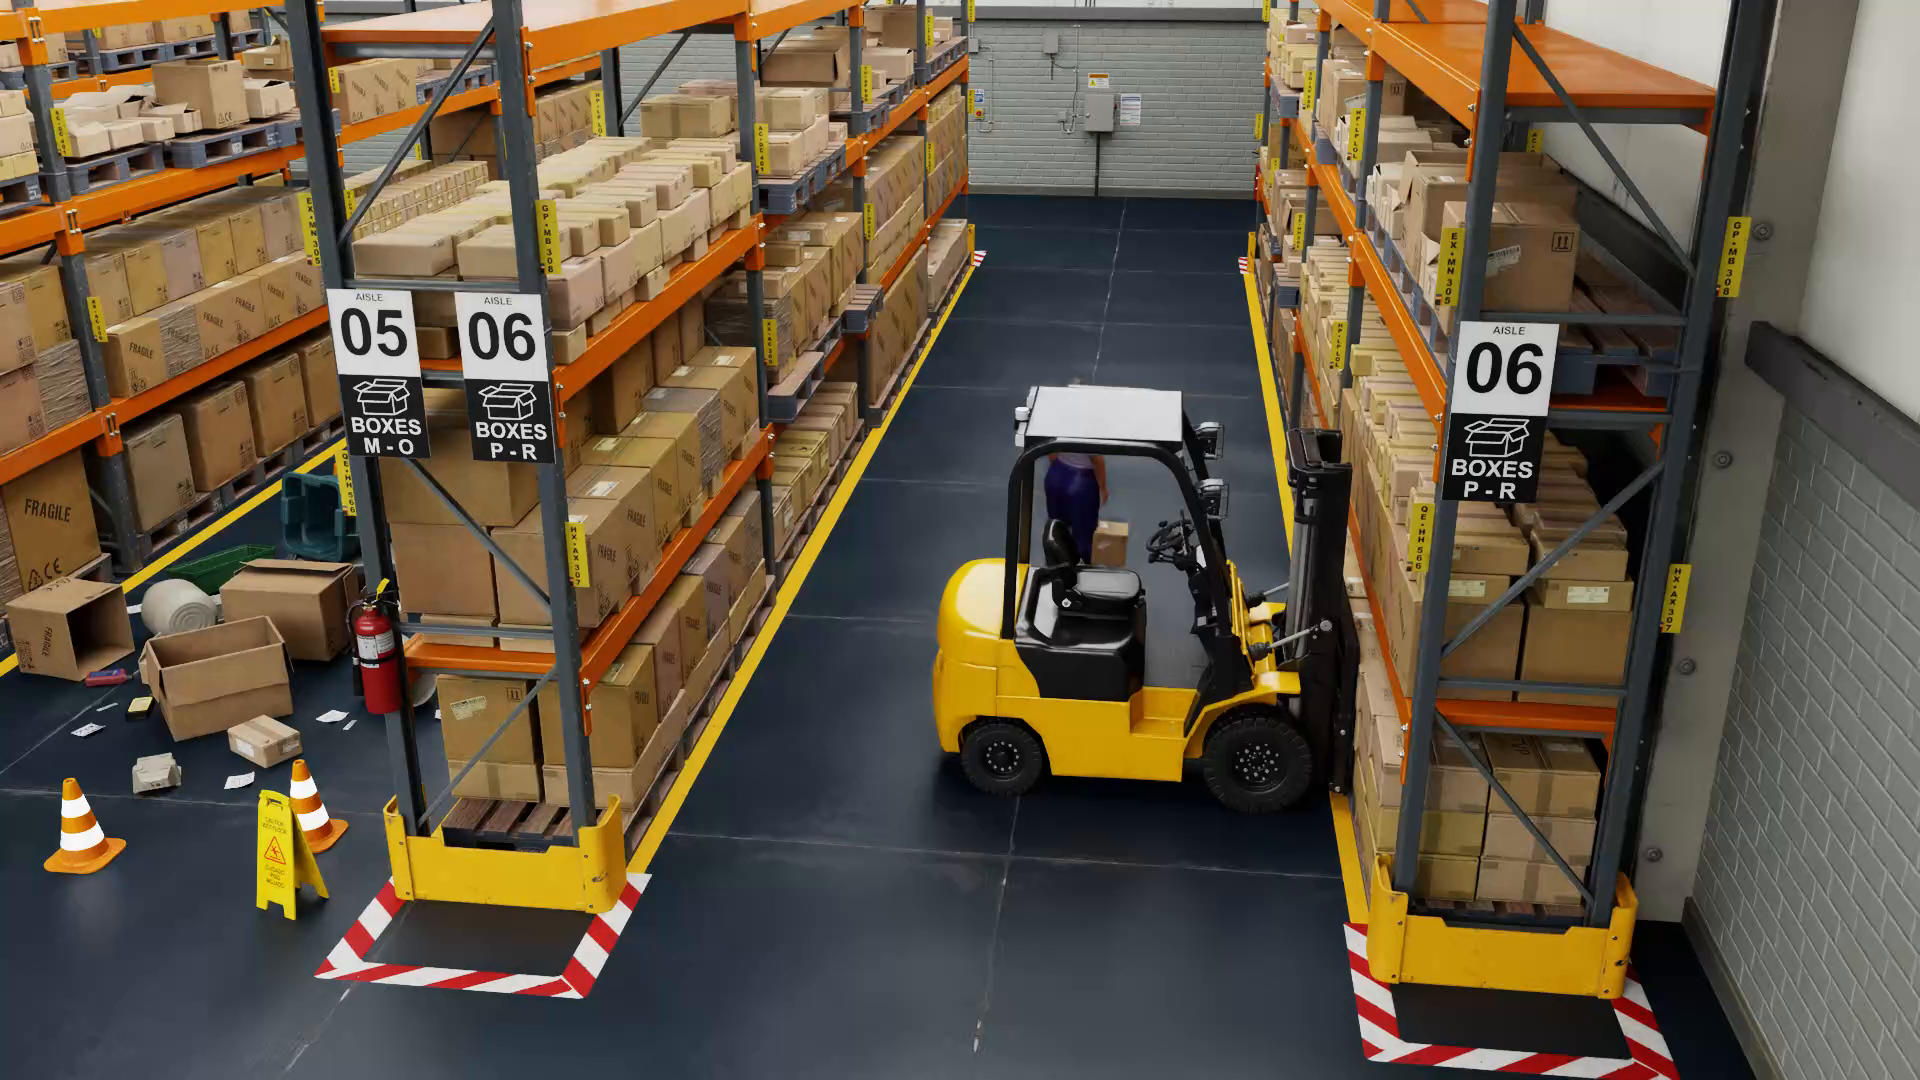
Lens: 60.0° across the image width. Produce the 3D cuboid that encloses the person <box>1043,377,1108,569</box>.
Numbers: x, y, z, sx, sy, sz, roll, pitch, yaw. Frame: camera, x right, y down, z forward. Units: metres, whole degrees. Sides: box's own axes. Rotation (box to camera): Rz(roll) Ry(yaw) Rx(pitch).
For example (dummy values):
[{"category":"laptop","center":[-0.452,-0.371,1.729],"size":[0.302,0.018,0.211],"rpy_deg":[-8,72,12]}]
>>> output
[{"category":"person","center":[0.839,-0.367,12.006],"size":[0.372,1.646,0.592],"rpy_deg":[-18,28,-39]}]
